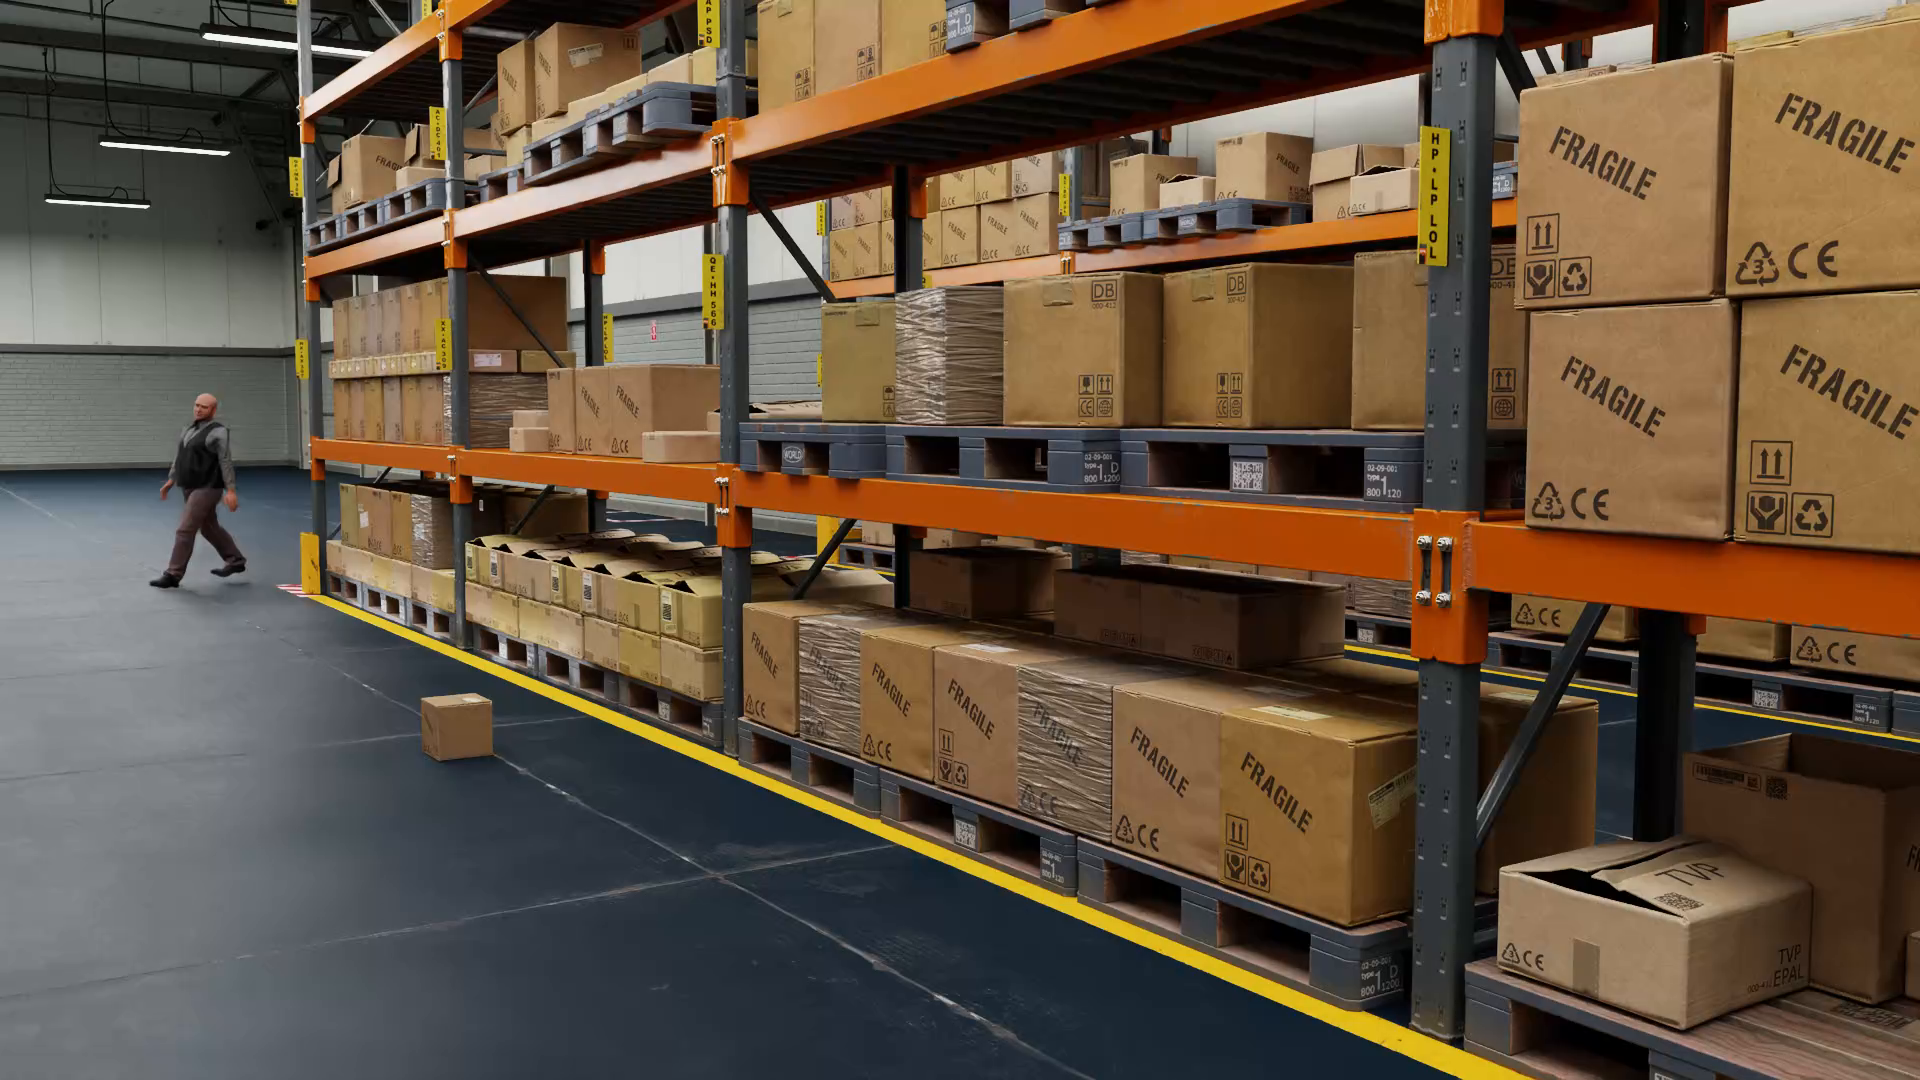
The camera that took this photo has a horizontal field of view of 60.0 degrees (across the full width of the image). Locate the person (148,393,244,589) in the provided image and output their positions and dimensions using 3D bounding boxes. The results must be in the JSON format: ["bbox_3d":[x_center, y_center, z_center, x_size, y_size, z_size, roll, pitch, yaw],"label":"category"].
[{"bbox_3d":[-6.666,-0.438,14.492,0.624,1.675,0.986,3,6,34],"label":"person"}]
